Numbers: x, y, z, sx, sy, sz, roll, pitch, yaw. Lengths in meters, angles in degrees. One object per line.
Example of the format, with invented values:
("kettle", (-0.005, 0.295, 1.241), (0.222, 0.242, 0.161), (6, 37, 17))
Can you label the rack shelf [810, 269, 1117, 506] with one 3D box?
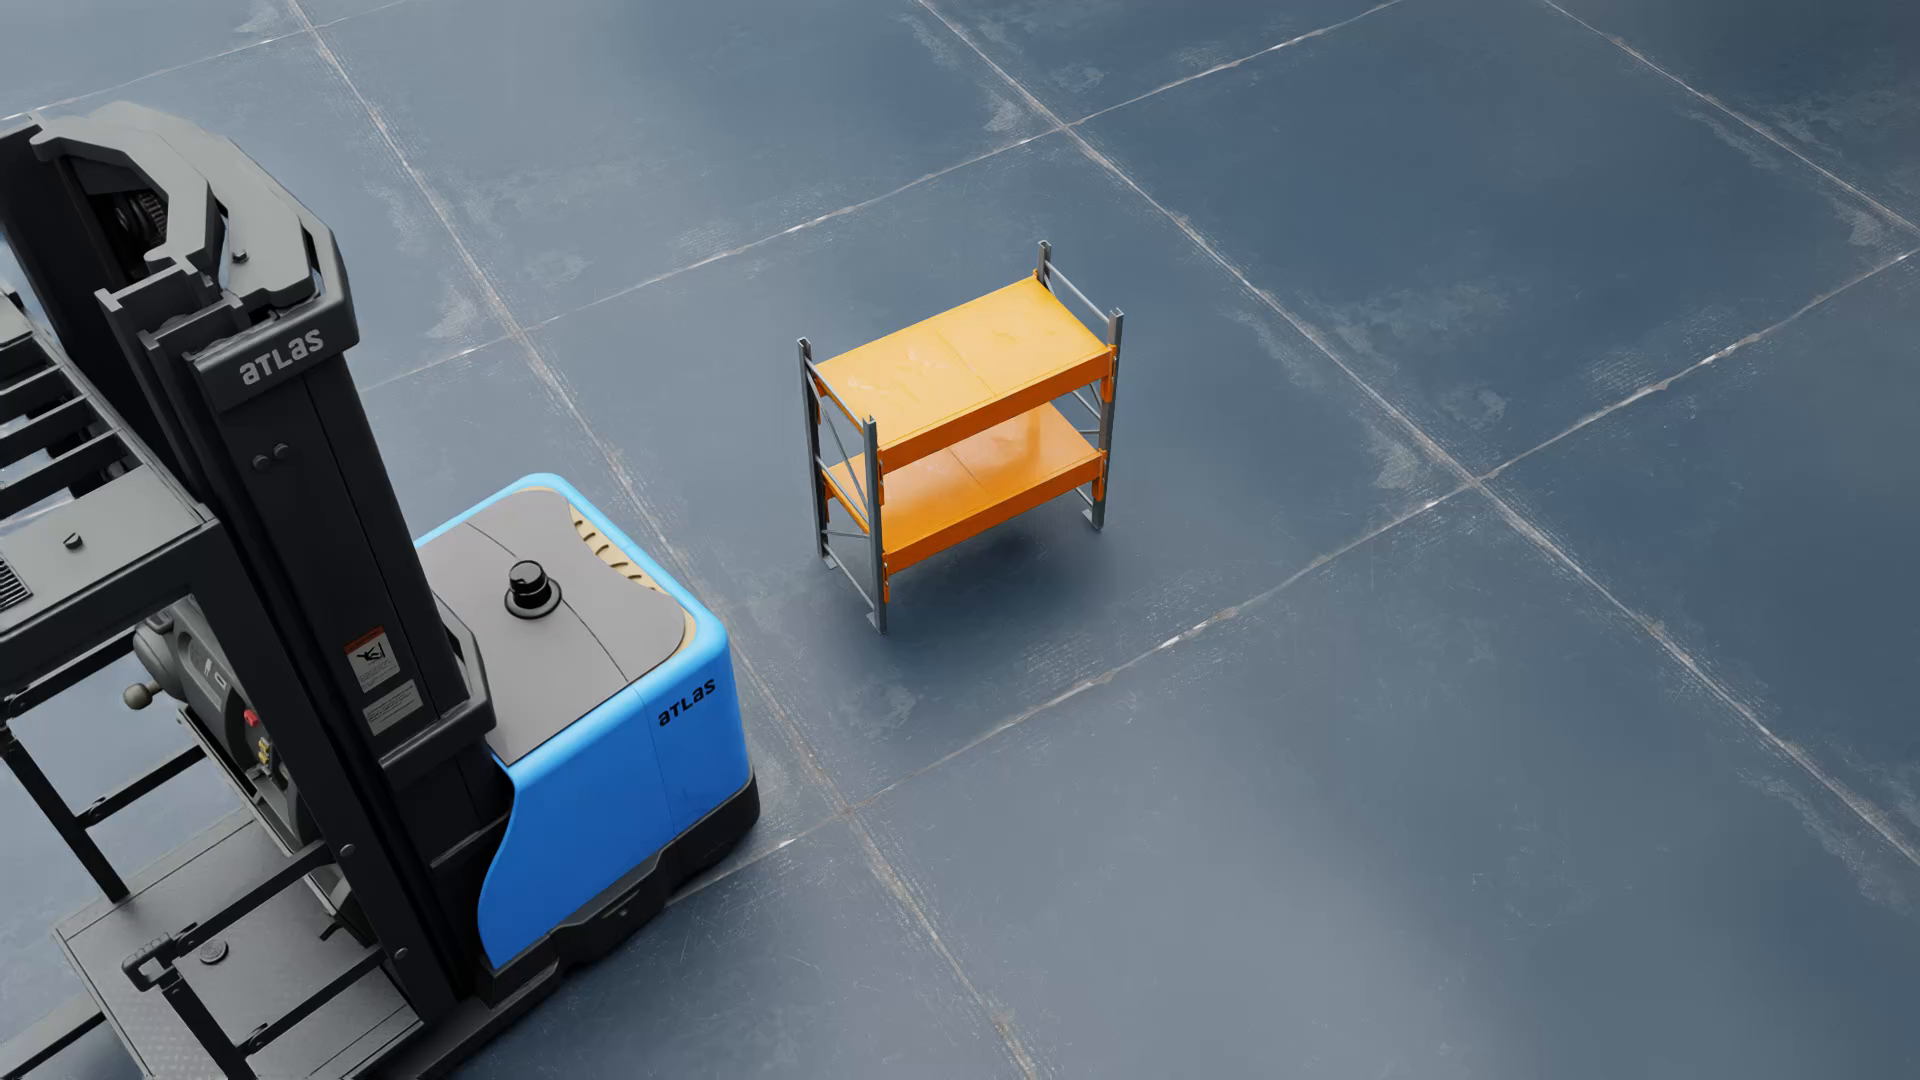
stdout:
("rack shelf", (0.006, -0.571, 6.059), (1.000, 0.278, 0.538), (-25, 53, -21))

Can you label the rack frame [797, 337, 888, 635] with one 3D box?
("rack frame", (-0.424, -0.174, 6.097), (0.032, 1.125, 0.500), (-25, 53, -21))

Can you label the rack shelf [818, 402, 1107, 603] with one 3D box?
("rack shelf", (0.006, -0.214, 6.460), (1.000, 0.278, 0.538), (-25, 53, -21))

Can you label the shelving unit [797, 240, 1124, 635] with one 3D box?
("shelving unit", (0.006, -0.377, 6.278), (1.048, 1.125, 0.538), (-25, 53, -21))

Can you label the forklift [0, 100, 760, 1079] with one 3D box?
("forklift", (-2.107, 0.510, 4.278), (3.031, 2.935, 1.130), (-35, 57, -27))

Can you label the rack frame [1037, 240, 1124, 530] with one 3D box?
("rack frame", (0.436, -0.579, 6.458), (0.032, 1.125, 0.500), (-25, 53, -21))
